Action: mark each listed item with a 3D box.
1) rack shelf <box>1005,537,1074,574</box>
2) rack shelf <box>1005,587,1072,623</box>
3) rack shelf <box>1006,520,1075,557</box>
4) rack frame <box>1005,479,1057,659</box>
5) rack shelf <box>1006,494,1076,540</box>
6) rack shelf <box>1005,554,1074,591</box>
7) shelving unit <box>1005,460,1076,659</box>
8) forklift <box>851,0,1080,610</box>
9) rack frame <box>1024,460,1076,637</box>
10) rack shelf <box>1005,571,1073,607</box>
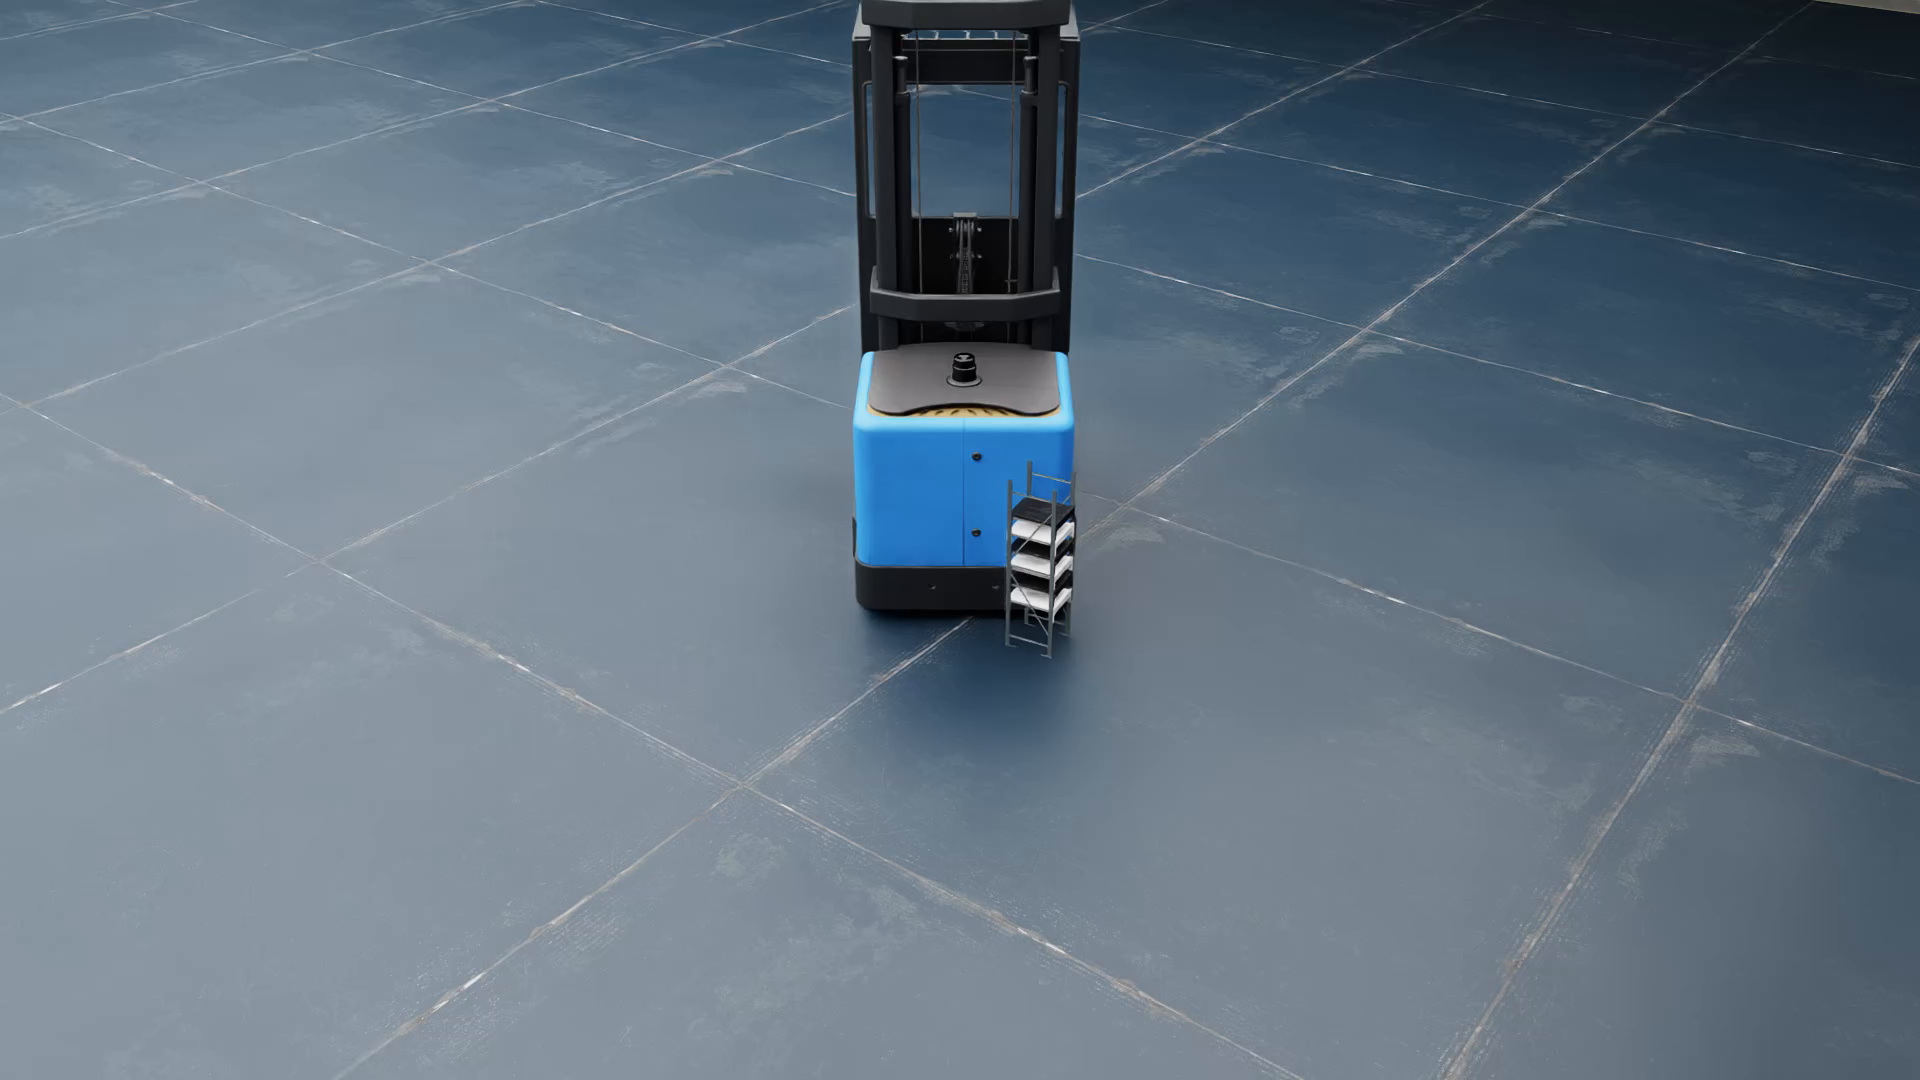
[{"bbox_3d":[0.369,0.047,7.676,0.258,0.077,0.200,15,34,24],"label":"rack shelf"},{"bbox_3d":[0.370,0.279,7.815,0.258,0.077,0.200,15,34,24],"label":"rack shelf"},{"bbox_3d":[0.369,-0.030,7.630,0.258,0.077,0.200,15,34,24],"label":"rack shelf"},{"bbox_3d":[0.322,0.142,7.628,0.240,0.900,0.006,15,34,24],"label":"rack frame"},{"bbox_3d":[0.369,-0.108,7.584,0.258,0.077,0.200,15,34,24],"label":"rack shelf"},{"bbox_3d":[0.370,0.124,7.722,0.258,0.077,0.200,15,34,24],"label":"rack shelf"},{"bbox_3d":[0.370,0.095,7.705,0.258,0.900,0.210,15,34,24],"label":"shelving unit"},{"bbox_3d":[0.030,-1.633,8.631,1.130,2.935,3.031,0,31,0],"label":"forklift"},{"bbox_3d":[0.417,0.049,7.782,0.240,0.900,0.006,15,34,24],"label":"rack frame"},{"bbox_3d":[0.370,0.201,7.769,0.258,0.077,0.200,15,34,24],"label":"rack shelf"}]
